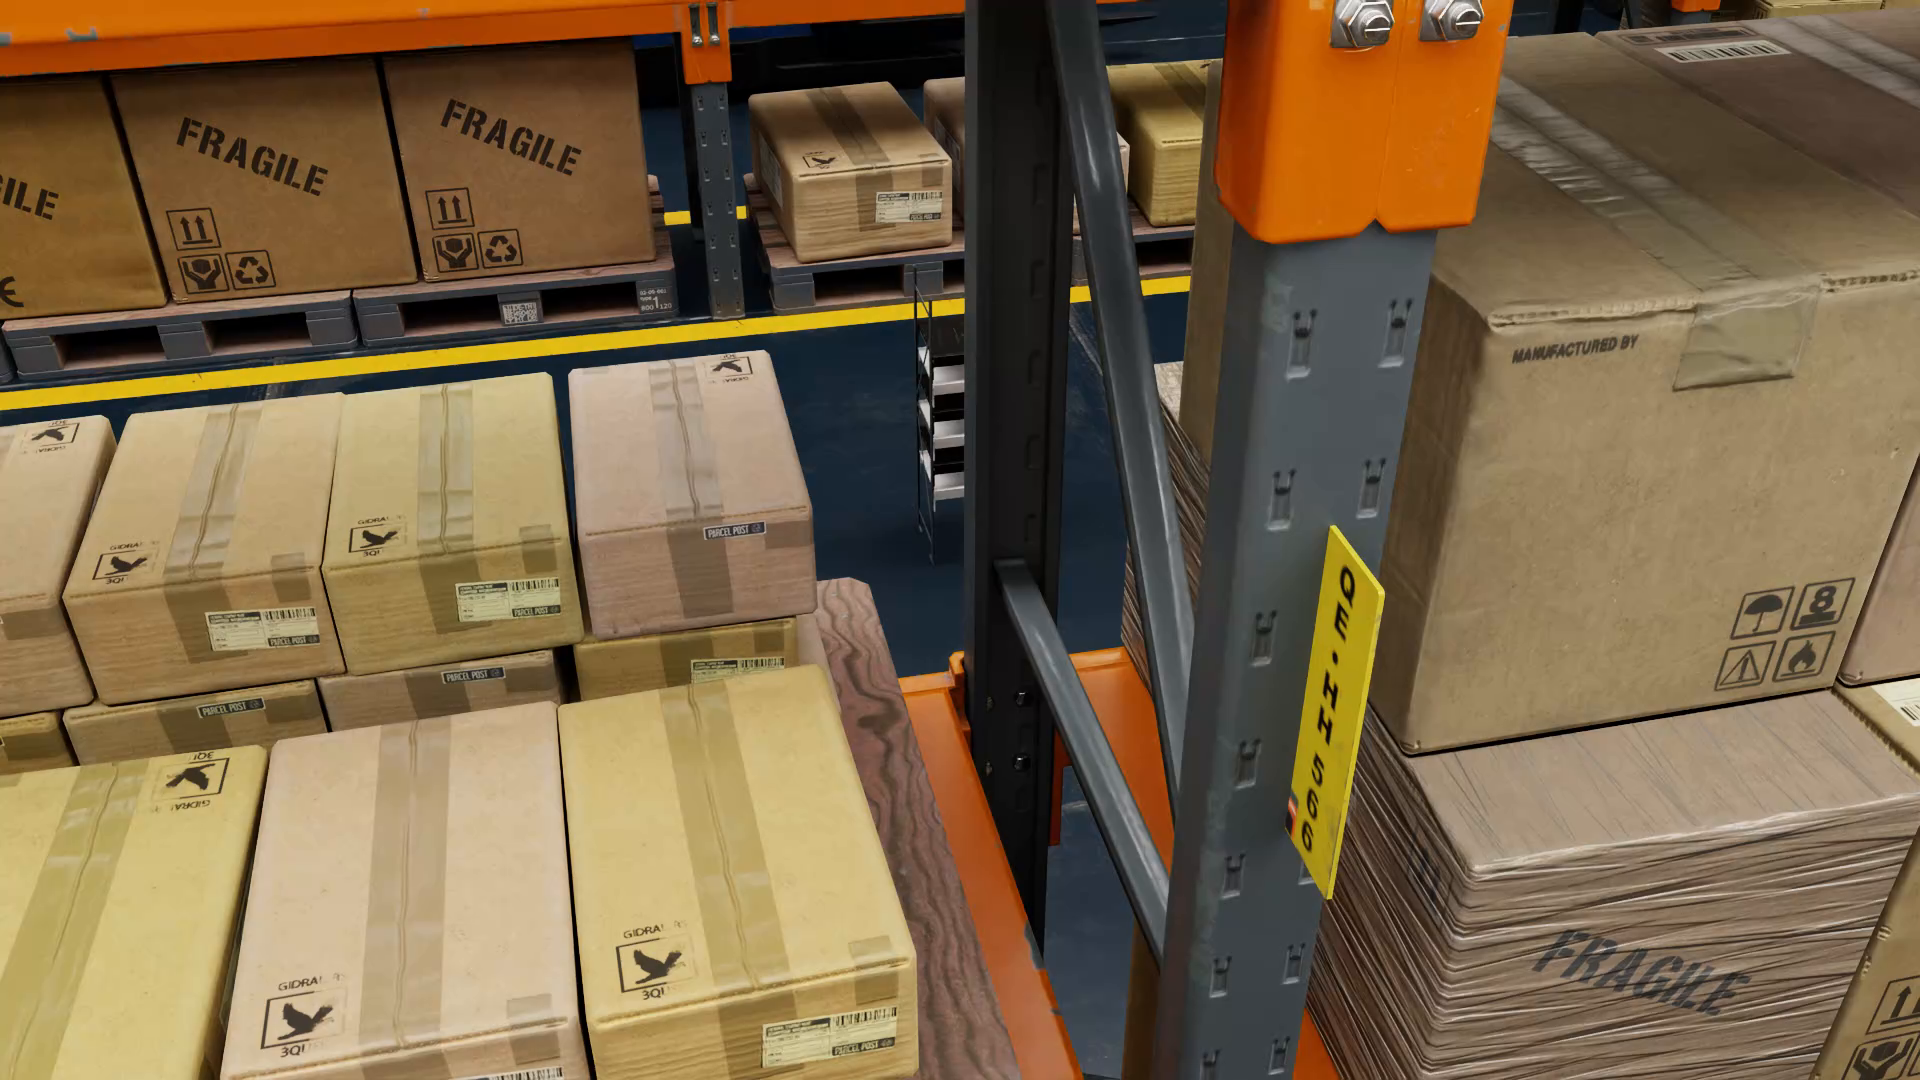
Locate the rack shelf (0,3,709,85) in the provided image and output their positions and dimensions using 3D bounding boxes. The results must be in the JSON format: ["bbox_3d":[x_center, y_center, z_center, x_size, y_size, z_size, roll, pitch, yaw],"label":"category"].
[{"bbox_3d":[-2.966,-1.832,5.934,4.000,0.370,1.077,-7,35,-11],"label":"rack shelf"}]

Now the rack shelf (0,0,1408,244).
[{"bbox_3d":[-1.775,-0.400,1.108,4.000,0.370,1.077,-7,35,-11],"label":"rack shelf"}]

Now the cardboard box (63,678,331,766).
[{"bbox_3d":[-0.864,0.127,1.951,0.250,0.149,0.380,-8,35,-12],"label":"cardboard box"}]

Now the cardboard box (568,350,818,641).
[{"bbox_3d":[-0.322,-0.064,1.968,0.250,0.149,0.380,-7,35,-10],"label":"cardboard box"}]

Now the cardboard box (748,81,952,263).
[{"bbox_3d":[-0.462,-1.524,6.811,0.625,0.372,0.950,-9,35,-14],"label":"cardboard box"}]

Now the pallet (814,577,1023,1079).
[{"bbox_3d":[-0.496,0.526,1.946,1.003,0.211,1.213,-7,35,-11],"label":"pallet"}]

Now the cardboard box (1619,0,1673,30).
[{"bbox_3d":[3.404,-2.431,7.599,0.500,0.500,0.500,-8,35,-11],"label":"cardboard box"}]

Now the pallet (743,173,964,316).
[{"bbox_3d":[-0.253,-1.314,7.019,1.213,0.211,1.003,-7,35,-11],"label":"pallet"}]

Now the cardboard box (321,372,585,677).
[{"bbox_3d":[-0.580,-0.030,1.917,0.250,0.149,0.380,-8,35,-12],"label":"cardboard box"}]

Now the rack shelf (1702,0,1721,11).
[{"bbox_3d":[4.837,-2.816,7.399,4.000,0.370,1.077,-7,35,-11],"label":"rack shelf"}]

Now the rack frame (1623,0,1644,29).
[{"bbox_3d":[2.885,-2.870,6.835,0.053,2.616,0.949,-7,35,-11],"label":"rack frame"}]

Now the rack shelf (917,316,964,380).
[{"bbox_3d":[-0.008,-0.569,4.866,0.200,0.077,0.258,-7,35,-11],"label":"rack shelf"}]

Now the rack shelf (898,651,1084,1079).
[{"bbox_3d":[-1.775,0.846,1.943,4.000,0.370,1.077,-7,35,-11],"label":"rack shelf"}]

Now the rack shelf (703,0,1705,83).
[{"bbox_3d":[0.935,-2.324,6.667,4.000,0.370,1.077,-7,35,-11],"label":"rack shelf"}]

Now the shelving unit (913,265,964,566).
[{"bbox_3d":[-0.008,-0.373,4.998,0.210,0.900,0.258,-7,35,-11],"label":"shelving unit"}]

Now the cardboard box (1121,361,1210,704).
[{"bbox_3d":[0.555,0.058,2.382,0.500,0.500,0.500,-7,35,-11],"label":"cardboard box"}]

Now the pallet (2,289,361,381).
[{"bbox_3d":[-2.988,-1.015,6.573,1.213,0.211,1.003,-7,35,-11],"label":"pallet"}]

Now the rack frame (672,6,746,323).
[{"bbox_3d":[-1.015,-2.377,6.100,0.127,3.000,1.000,-7,35,-11],"label":"rack frame"}]

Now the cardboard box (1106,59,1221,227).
[{"bbox_3d":[0.997,-1.709,7.087,0.625,0.372,0.950,-6,34,-9],"label":"cardboard box"}]

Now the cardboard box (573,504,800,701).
[{"bbox_3d":[-0.340,0.058,2.054,0.250,0.149,0.380,-6,34,-8],"label":"cardboard box"}]

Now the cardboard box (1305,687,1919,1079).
[{"bbox_3d":[0.673,0.351,1.945,0.500,0.500,0.500,-7,34,-10],"label":"cardboard box"}]

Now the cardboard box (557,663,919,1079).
[{"bbox_3d":[-0.202,0.293,1.435,0.250,0.149,0.380,-9,35,-12],"label":"cardboard box"}]

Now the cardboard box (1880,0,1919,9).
[{"bbox_3d":[4.041,-2.211,7.270,0.500,0.500,0.500,-6,34,-9],"label":"cardboard box"}]

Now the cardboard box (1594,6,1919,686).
[{"bbox_3d":[1.108,-0.268,1.971,0.500,0.500,0.700,-8,35,-11],"label":"cardboard box"}]

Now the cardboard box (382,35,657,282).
[{"bbox_3d":[-1.707,-1.629,6.516,0.875,0.875,0.875,-7,35,-11],"label":"cardboard box"}]

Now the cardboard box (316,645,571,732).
[{"bbox_3d":[-0.605,0.092,2.002,0.250,0.149,0.380,-6,34,-8],"label":"cardboard box"}]

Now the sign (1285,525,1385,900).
[{"bbox_3d":[0.304,0.147,1.371,0.005,0.325,0.100,-7,35,-11],"label":"sign"}]

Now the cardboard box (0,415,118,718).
[{"bbox_3d":[-1.078,0.030,1.828,0.250,0.149,0.380,-9,35,-13],"label":"cardboard box"}]

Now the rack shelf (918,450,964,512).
[{"bbox_3d":[-0.008,-0.196,5.117,0.200,0.077,0.258,-7,35,-11],"label":"rack shelf"}]

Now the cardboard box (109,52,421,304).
[{"bbox_3d":[-2.578,-1.522,6.356,0.875,0.875,0.875,-7,34,-10],"label":"cardboard box"}]

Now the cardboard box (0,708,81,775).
[{"bbox_3d":[-1.110,0.158,1.904,0.250,0.149,0.380,-7,35,-10],"label":"cardboard box"}]

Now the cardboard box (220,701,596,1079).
[{"bbox_3d":[-0.447,0.323,1.391,0.250,0.149,0.380,-8,35,-11],"label":"cardboard box"}]

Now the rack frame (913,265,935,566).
[{"bbox_3d":[-0.107,-0.360,4.979,0.006,0.900,0.240,-7,35,-11],"label":"rack frame"}]

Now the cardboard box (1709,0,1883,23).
[{"bbox_3d":[3.521,-2.138,7.162,0.500,0.500,0.500,-6,34,-8],"label":"cardboard box"}]

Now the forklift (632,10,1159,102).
[{"bbox_3d":[-0.451,-3.874,8.450,3.031,2.867,1.129,-8,35,-11],"label":"forklift"}]

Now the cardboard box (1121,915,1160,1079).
[{"bbox_3d":[0.789,1.035,2.658,0.750,0.750,1.050,-8,35,-11],"label":"cardboard box"}]

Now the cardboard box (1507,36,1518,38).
[{"bbox_3d":[2.375,-1.886,7.350,0.625,0.372,0.950,-7,34,-10],"label":"cardboard box"}]

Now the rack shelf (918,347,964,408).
[{"bbox_3d":[-0.008,-0.494,4.916,0.200,0.077,0.258,-7,35,-11],"label":"rack shelf"}]

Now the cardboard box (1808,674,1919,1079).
[{"bbox_3d":[1.168,0.287,2.041,0.500,0.500,0.500,-7,35,-11],"label":"cardboard box"}]

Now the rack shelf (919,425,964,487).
[{"bbox_3d":[-0.008,-0.270,5.066,0.200,0.077,0.258,-7,35,-11],"label":"rack shelf"}]

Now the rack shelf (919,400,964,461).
[{"bbox_3d":[-0.008,-0.345,5.016,0.200,0.077,0.258,-7,35,-11],"label":"rack shelf"}]

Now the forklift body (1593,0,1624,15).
[{"bbox_3d":[4.242,-4.480,9.996,1.214,2.155,2.313,-7,35,-11],"label":"forklift body"}]

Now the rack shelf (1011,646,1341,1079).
[{"bbox_3d":[2.126,0.354,2.676,4.000,0.370,1.077,-7,35,-11],"label":"rack shelf"}]

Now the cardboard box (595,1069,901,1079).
[{"bbox_3d":[-0.206,0.416,1.520,0.250,0.149,0.380,-6,34,-10],"label":"cardboard box"}]

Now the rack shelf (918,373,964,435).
[{"bbox_3d":[-0.008,-0.420,4.966,0.200,0.077,0.258,-7,35,-11],"label":"rack shelf"}]
